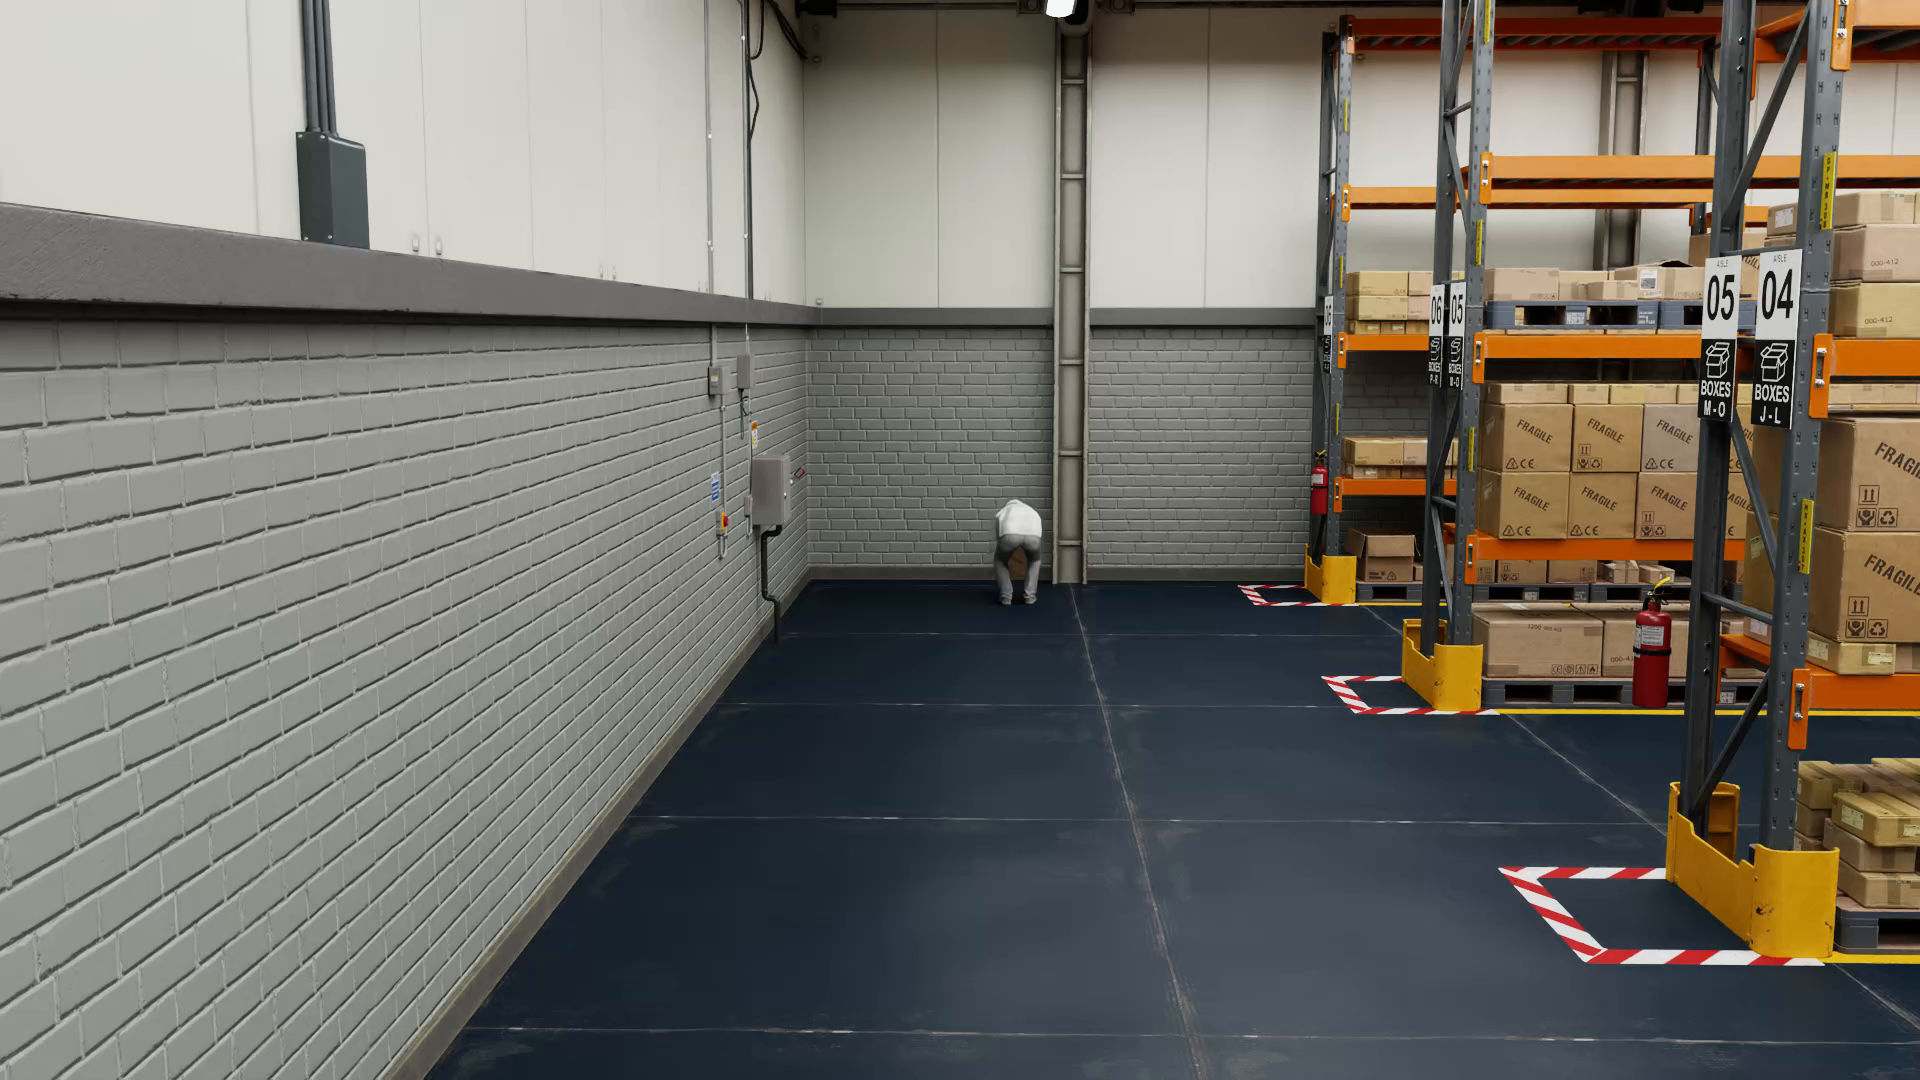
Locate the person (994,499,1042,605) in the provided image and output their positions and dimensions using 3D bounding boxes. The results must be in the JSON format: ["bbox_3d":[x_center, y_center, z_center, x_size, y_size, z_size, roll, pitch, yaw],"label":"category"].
[{"bbox_3d":[0.604,0.127,17.594,0.503,1.040,0.997,0,7,-2],"label":"person"}]
